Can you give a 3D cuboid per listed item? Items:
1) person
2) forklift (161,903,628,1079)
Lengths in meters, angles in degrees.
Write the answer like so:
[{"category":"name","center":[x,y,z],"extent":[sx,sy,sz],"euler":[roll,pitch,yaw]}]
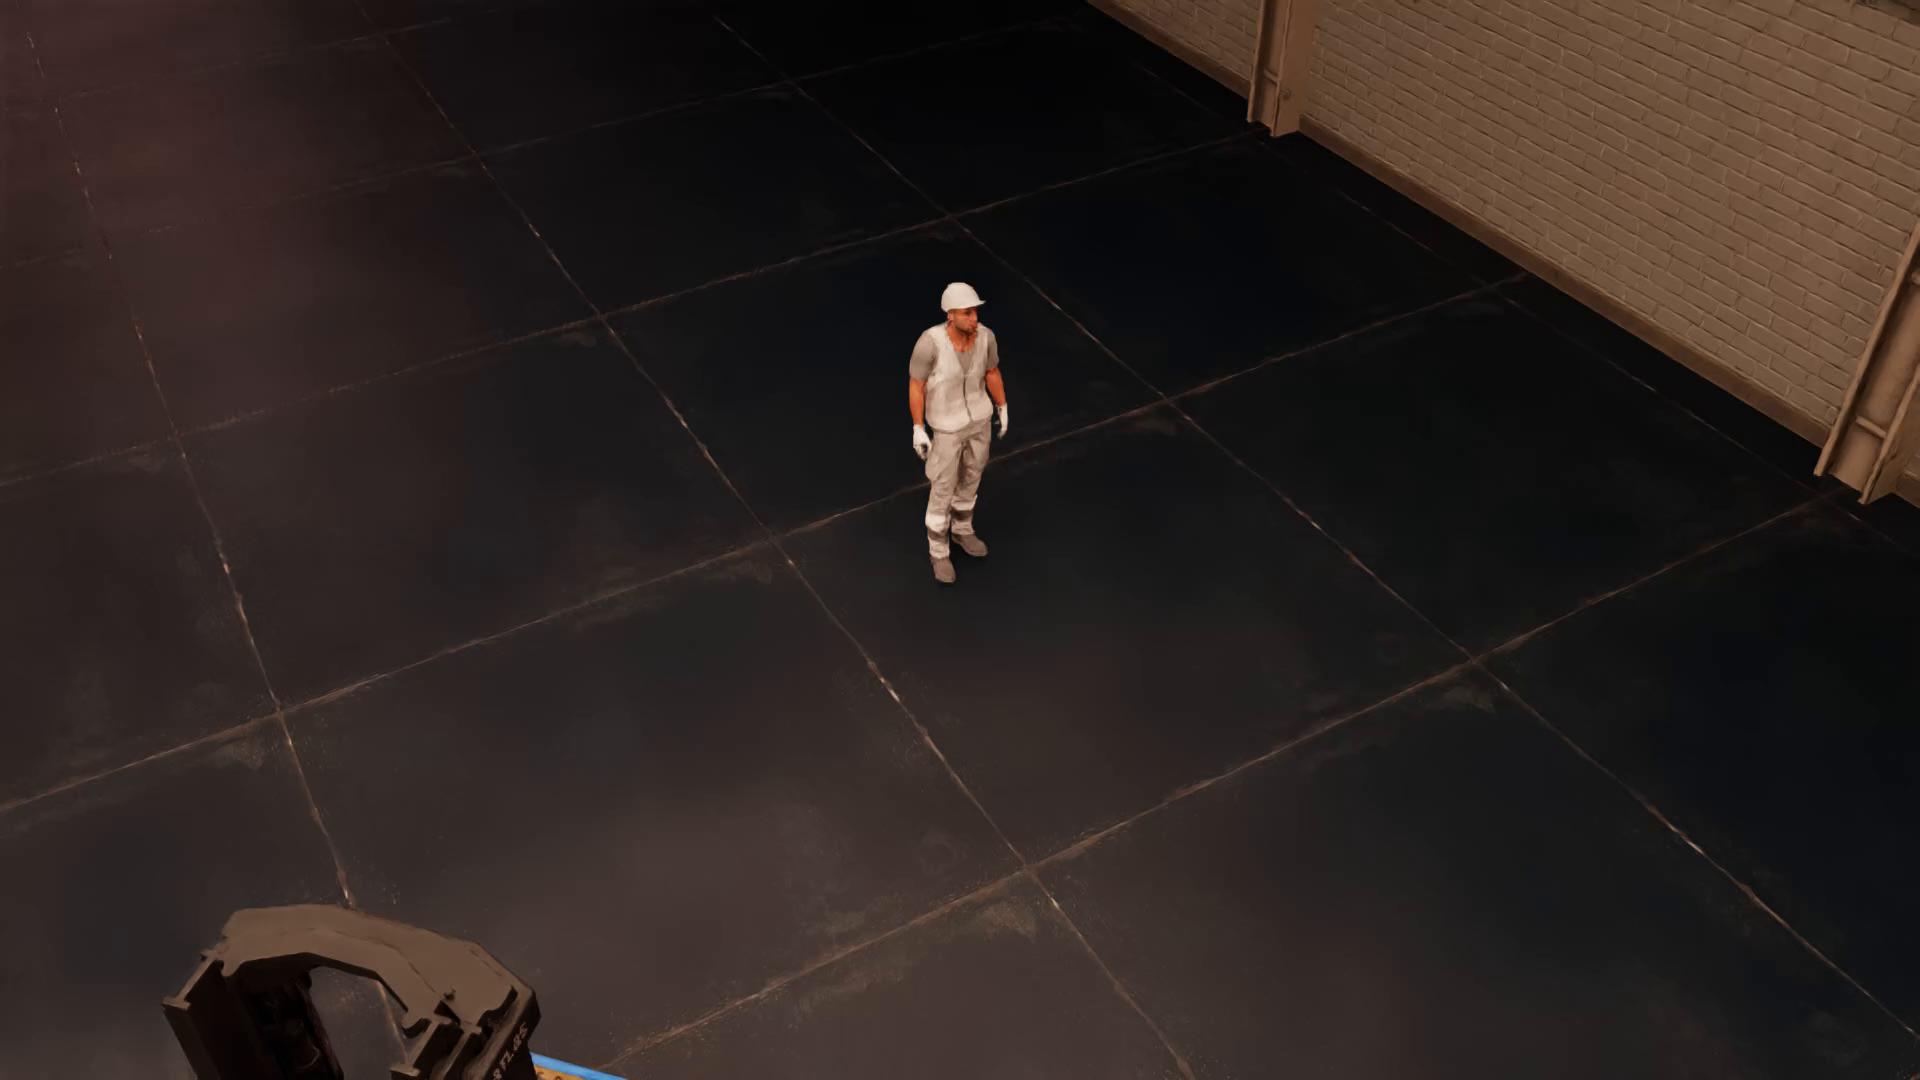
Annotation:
[{"category":"person","center":[0.030,-0.646,9.698],"extent":[0.636,1.787,0.563],"euler":[-20,44,-23]},{"category":"forklift","center":[-1.804,2.595,4.907],"extent":[1.130,2.935,3.031],"euler":[11,41,13]}]
